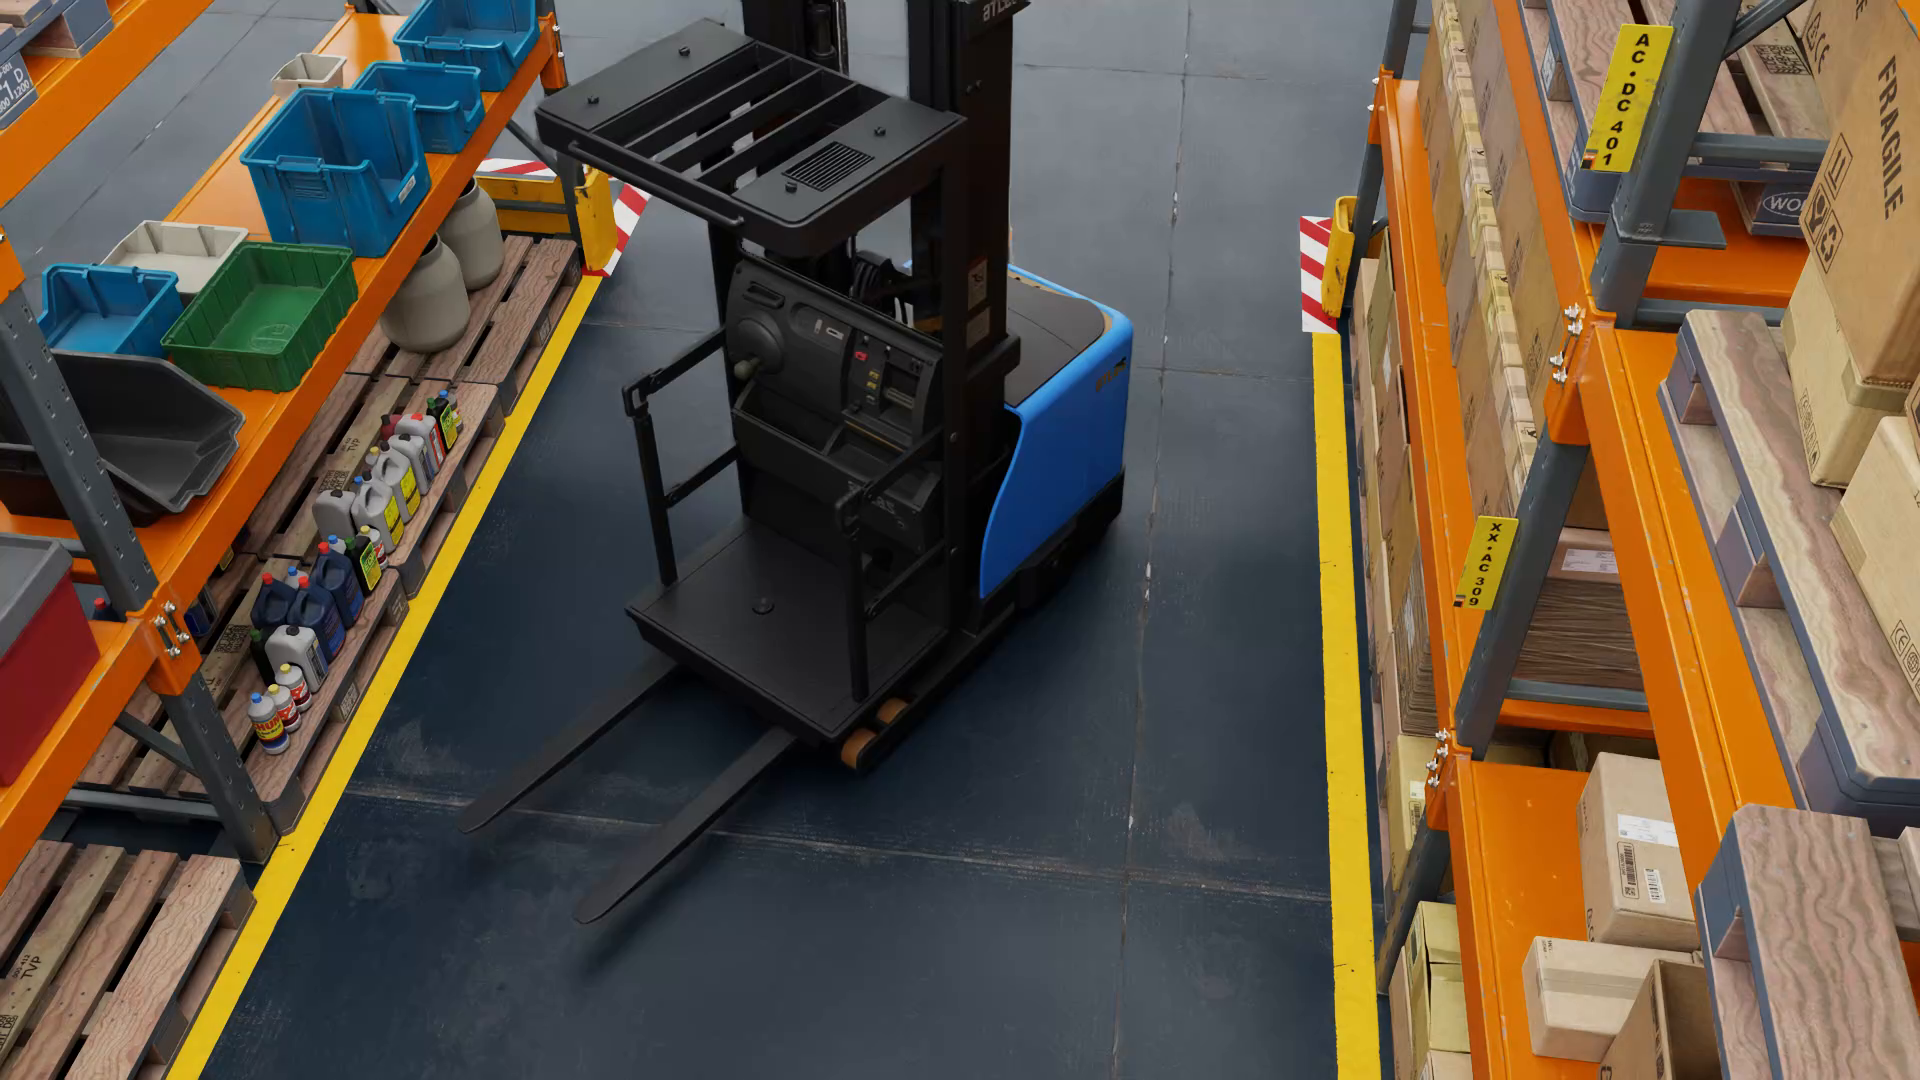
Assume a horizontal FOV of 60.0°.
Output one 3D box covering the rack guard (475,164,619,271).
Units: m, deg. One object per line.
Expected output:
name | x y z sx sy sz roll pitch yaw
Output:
rack guard | -2.431 -1.760 8.745 1.175 0.500 0.348 5 44 6

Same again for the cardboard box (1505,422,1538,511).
cardboard box | 1.771 -0.190 4.725 0.380 0.149 0.250 4 44 5

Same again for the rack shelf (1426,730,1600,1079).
rack shelf | 1.648 2.079 3.396 1.077 0.370 4.000 5 44 6

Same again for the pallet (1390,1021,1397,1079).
pallet | 1.854 1.973 5.013 1.003 0.211 1.213 5 44 6

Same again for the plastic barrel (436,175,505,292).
plastic barrel | -2.479 -1.518 8.175 0.421 0.512 0.421 0 43 0

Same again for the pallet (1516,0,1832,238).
pallet | 2.000 -1.186 4.203 1.003 0.211 1.213 5 44 6

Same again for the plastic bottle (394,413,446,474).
plastic bottle | -2.337 -0.434 7.188 0.152 0.276 0.135 6 44 6

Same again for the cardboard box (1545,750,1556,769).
cardboard box | 2.275 1.012 5.694 0.500 0.250 0.500 5 44 6

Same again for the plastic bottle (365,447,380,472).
plastic bottle | -2.481 -0.311 7.112 0.097 0.201 0.097 0 43 0

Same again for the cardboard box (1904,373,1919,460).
cardboard box | 1.740 -0.198 2.354 0.500 0.500 0.500 9 44 10

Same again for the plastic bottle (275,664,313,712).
plastic bottle | -2.493 0.543 6.211 0.097 0.201 0.097 0 43 0

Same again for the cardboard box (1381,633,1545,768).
cardboard box | 1.833 0.625 6.103 0.500 0.250 0.500 5 44 6

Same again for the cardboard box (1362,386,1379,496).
cardboard box | 2.021 -0.398 7.183 0.500 0.250 0.500 5 44 6

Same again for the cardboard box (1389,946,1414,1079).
cardboard box | 1.614 1.553 5.122 0.500 0.250 0.500 4 44 5

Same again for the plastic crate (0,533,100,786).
plastic crate | -2.757 0.337 4.666 0.402 0.464 0.583 5 44 6

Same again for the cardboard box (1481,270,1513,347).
cardboard box | 1.873 -0.715 5.279 0.380 0.149 0.250 5 44 5

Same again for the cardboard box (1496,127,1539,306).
cardboard box | 2.098 -1.041 5.152 0.700 0.500 0.500 5 44 5

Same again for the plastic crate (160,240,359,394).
plastic crate | -2.537 -0.820 6.089 0.450 0.188 0.662 5 44 6

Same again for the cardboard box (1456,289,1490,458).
cardboard box | 2.099 -0.586 5.615 0.700 0.500 0.500 6 44 6

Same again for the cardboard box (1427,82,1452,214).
cardboard box | 2.302 -1.632 6.719 0.700 0.500 0.500 6 44 7

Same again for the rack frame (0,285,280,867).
rack frame | -2.997 0.002 5.066 1.000 3.000 0.127 5 44 6

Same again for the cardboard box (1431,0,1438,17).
cardboard box | 2.176 -2.295 6.948 0.380 0.149 0.250 5 44 5

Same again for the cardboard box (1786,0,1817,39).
cardboard box | 2.312 -1.493 4.121 0.500 0.311 0.500 3 44 3

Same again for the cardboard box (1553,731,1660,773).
cardboard box | 2.284 0.741 5.435 0.500 0.500 0.500 5 44 6

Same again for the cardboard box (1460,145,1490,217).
cardboard box | 1.972 -1.248 5.842 0.380 0.149 0.250 6 44 6

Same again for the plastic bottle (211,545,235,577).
plastic bottle | -3.024 0.004 6.719 0.061 0.283 0.133 5 44 6

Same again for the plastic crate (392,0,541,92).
plastic crate | -2.237 -2.302 7.607 0.499 0.251 0.616 5 44 6

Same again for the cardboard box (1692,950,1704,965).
cardboard box | 1.979 1.120 3.984 0.396 0.266 0.258 4 44 4

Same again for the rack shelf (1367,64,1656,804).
rack shelf | 2.177 -0.647 6.275 1.077 0.370 4.000 5 44 6

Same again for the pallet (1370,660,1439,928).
pallet | 2.059 0.929 6.115 1.003 0.211 1.213 5 44 6

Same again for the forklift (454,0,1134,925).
forklift | -0.592 -0.576 5.726 1.130 2.935 3.031 28 50 27

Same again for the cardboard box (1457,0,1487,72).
cardboard box | 2.296 -2.067 6.235 0.700 0.500 0.500 4 44 4

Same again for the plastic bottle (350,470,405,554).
plastic bottle | -2.397 -0.127 6.809 0.144 0.351 0.185 5 44 5

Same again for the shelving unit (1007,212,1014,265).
shelving unit | 0.138 -1.157 8.018 0.258 0.189 1.200 -2 65 -2

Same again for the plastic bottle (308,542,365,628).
plastic bottle | -2.454 0.163 6.503 0.144 0.351 0.185 4 44 4

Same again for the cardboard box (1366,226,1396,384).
cardboard box | 2.086 -1.011 7.285 0.500 0.500 0.500 5 44 6

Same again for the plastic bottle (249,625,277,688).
plastic bottle | -2.610 0.419 6.281 0.061 0.283 0.133 5 44 6

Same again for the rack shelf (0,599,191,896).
rack shelf | -3.261 1.626 3.874 1.077 0.370 4.000 5 44 6

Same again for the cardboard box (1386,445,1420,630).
cardboard box | 1.897 0.012 6.205 0.500 0.500 0.500 5 44 6

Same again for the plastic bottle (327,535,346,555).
plastic bottle | -2.471 0.088 6.639 0.097 0.271 0.097 0 43 0

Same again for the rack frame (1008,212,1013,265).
rack frame | 0.139 -1.195 7.935 0.240 0.006 1.200 -2 65 -2

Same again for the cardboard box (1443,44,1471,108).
cardboard box | 2.074 -1.773 6.397 0.380 0.149 0.250 5 44 5

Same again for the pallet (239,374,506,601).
pallet | -2.708 -0.273 7.385 1.003 0.211 1.213 5 44 6
